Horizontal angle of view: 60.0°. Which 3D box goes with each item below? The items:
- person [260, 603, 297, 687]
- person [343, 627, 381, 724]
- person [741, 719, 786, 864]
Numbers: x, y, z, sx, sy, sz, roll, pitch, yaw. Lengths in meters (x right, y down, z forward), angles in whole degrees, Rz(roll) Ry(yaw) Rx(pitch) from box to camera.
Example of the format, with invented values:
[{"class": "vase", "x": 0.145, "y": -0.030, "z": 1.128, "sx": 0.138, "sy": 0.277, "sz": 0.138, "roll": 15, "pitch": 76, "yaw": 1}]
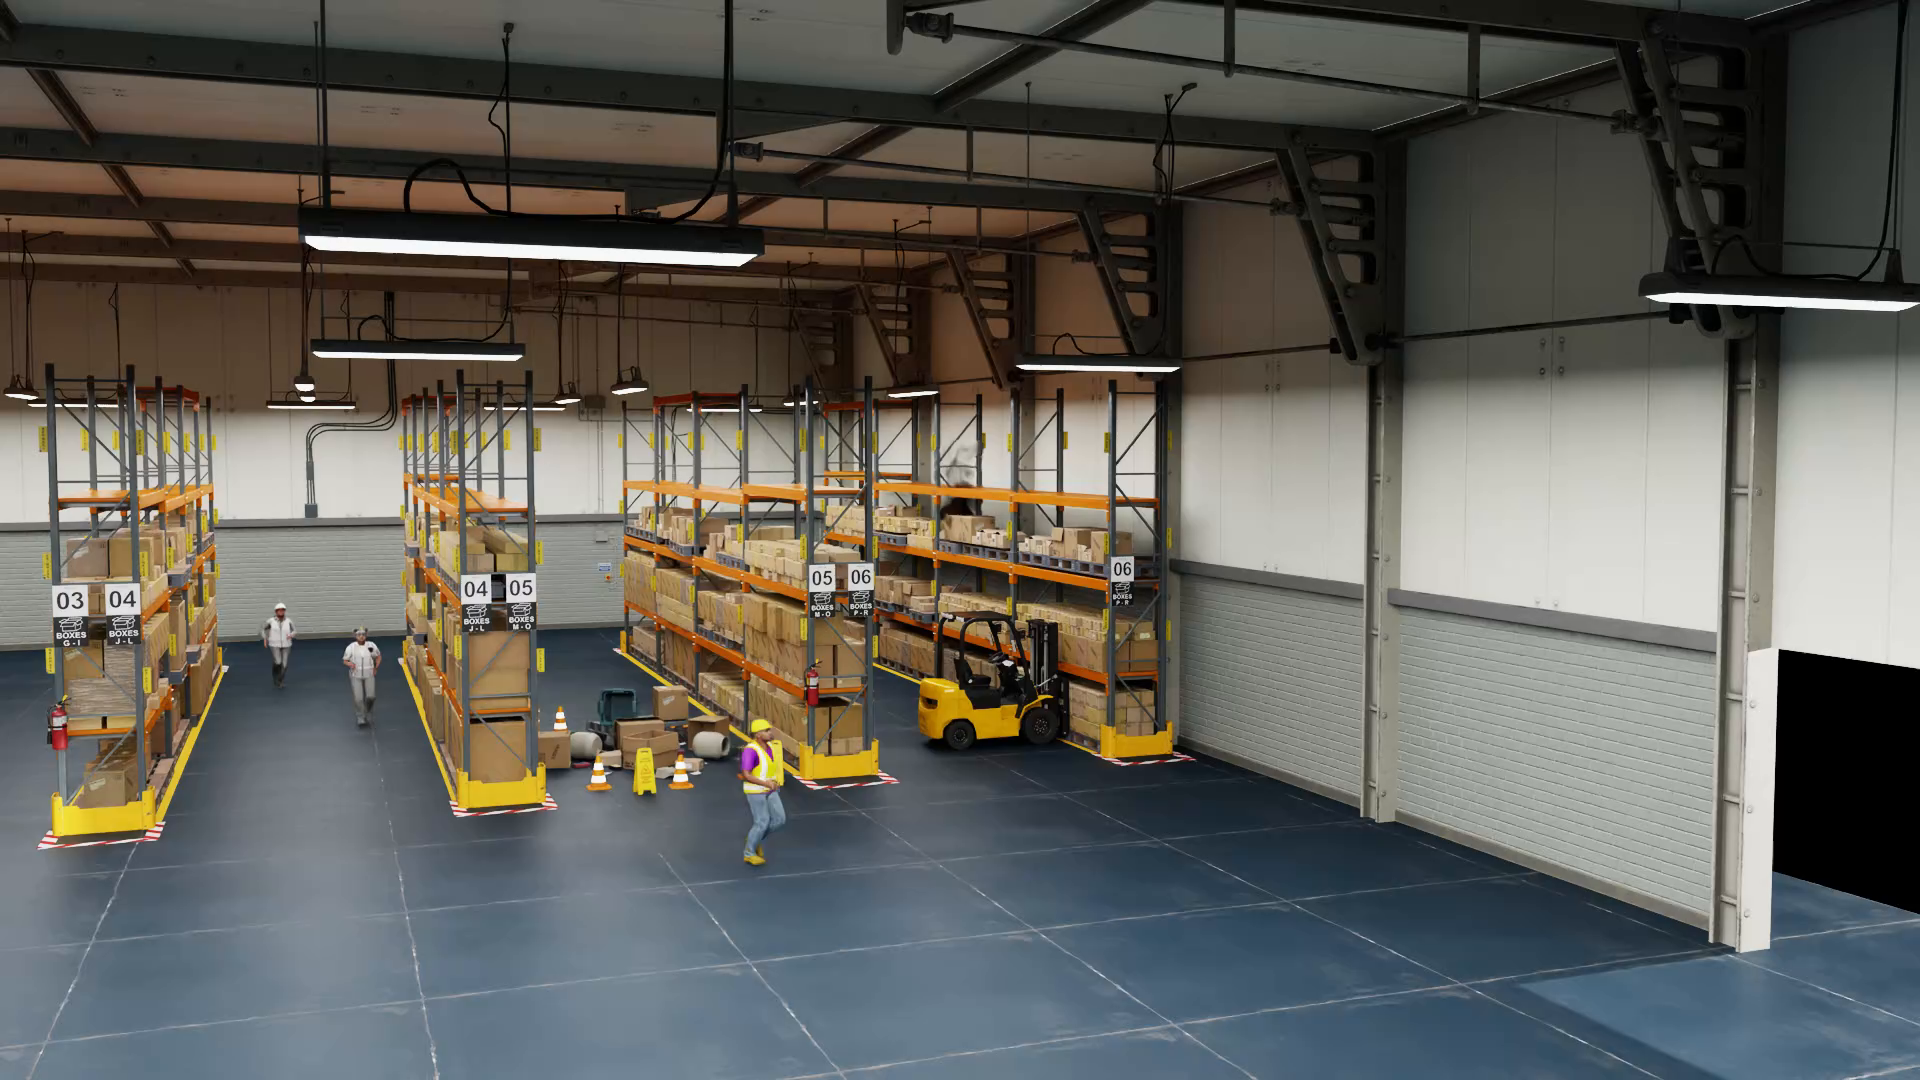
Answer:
[{"class": "person", "x": -13.819, "y": 2.156, "z": 33.782, "sx": 0.675, "sy": 1.729, "sz": 0.667, "roll": -2, "pitch": 4, "yaw": -32}, {"class": "person", "x": -10.561, "y": 2.404, "z": 29.427, "sx": 0.650, "sy": 1.744, "sz": 0.602, "roll": -1, "pitch": 4, "yaw": -23}, {"class": "person", "x": -2.313, "y": 2.975, "z": 19.740, "sx": 0.582, "sy": 1.720, "sz": 0.719, "roll": 2, "pitch": 4, "yaw": 25}]
